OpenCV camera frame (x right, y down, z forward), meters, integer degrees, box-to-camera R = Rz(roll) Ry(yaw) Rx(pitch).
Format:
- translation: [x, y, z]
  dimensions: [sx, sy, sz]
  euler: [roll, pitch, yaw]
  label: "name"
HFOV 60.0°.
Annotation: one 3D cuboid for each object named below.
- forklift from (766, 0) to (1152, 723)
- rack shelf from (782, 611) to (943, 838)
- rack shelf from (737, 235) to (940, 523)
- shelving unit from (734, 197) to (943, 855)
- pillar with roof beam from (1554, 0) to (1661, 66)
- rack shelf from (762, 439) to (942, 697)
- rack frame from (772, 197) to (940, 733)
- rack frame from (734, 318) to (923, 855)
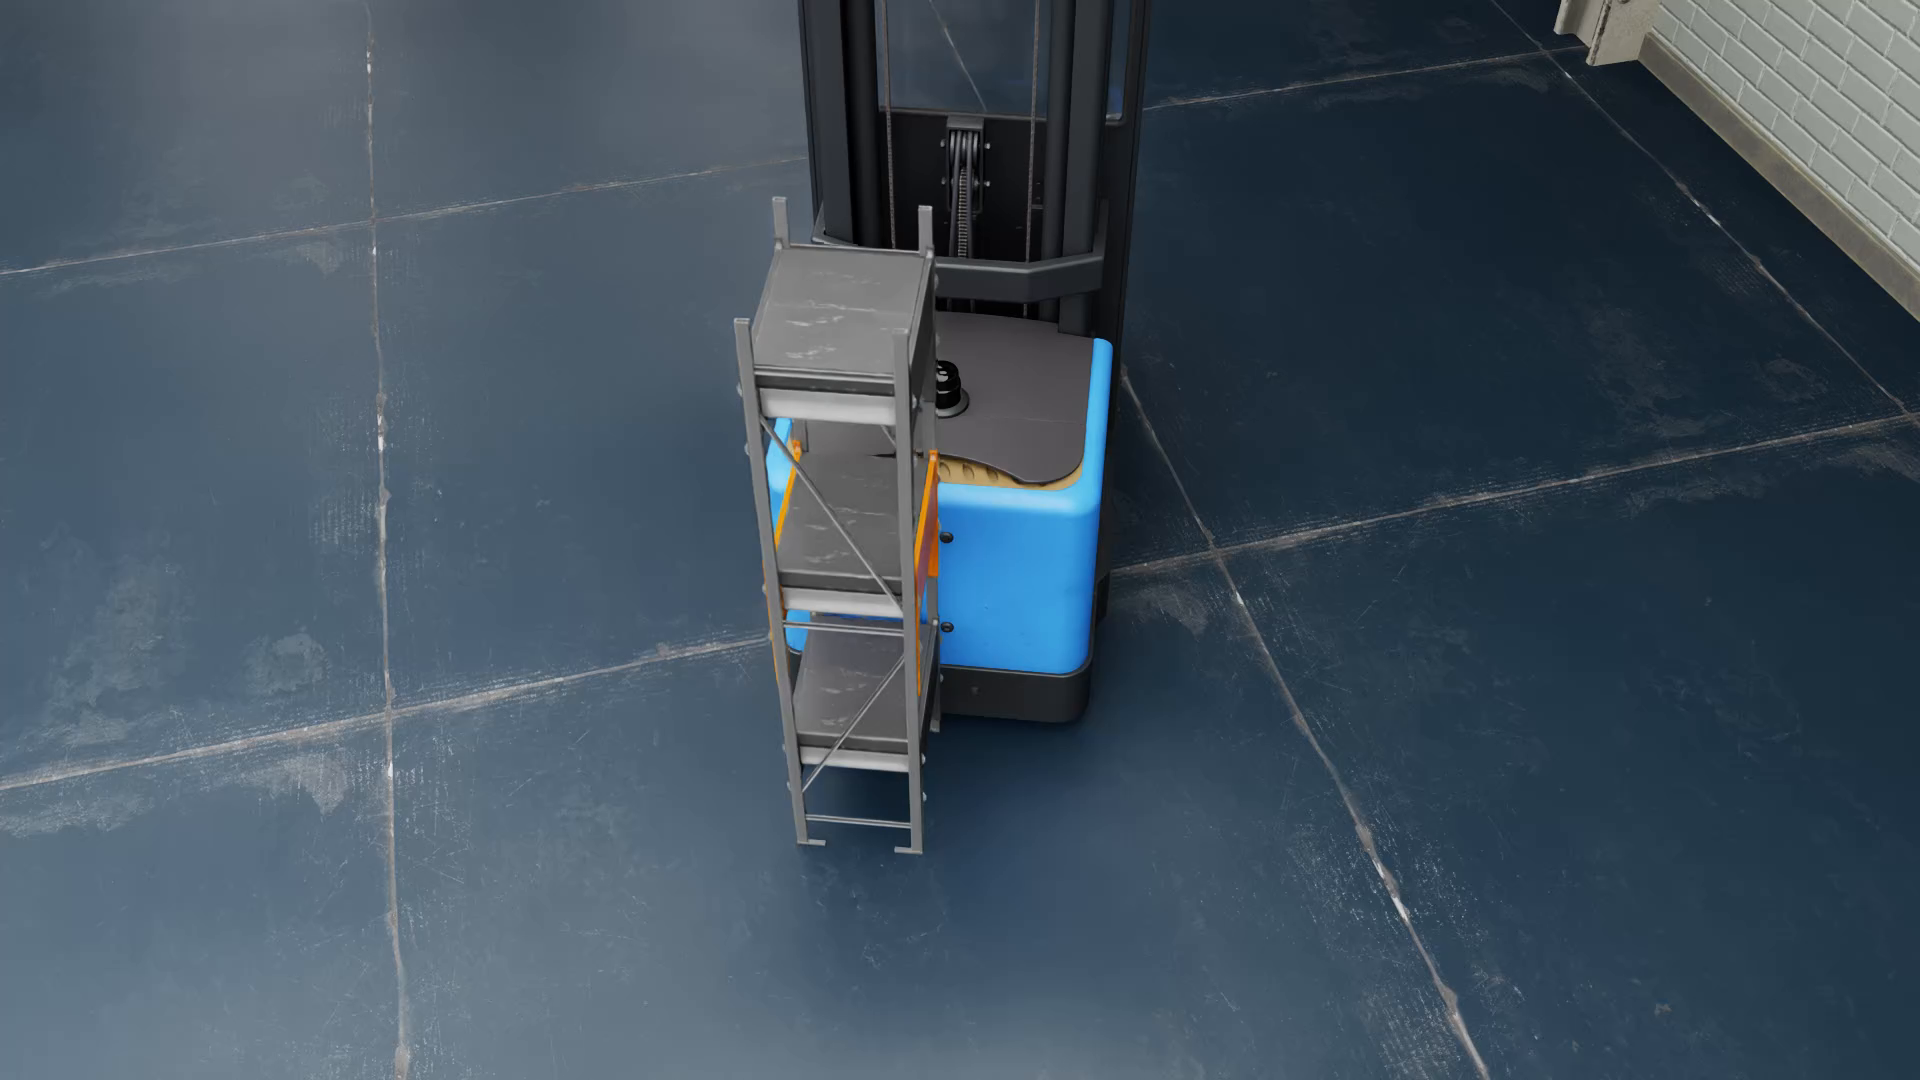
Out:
- translation: [0.071, -1.473, 5.642]
  dimensions: [1.130, 2.935, 3.031]
  euler: [5, 46, 5]
  label: "forklift"
- translation: [-0.292, 0.570, 5.220]
  dimensions: [0.431, 0.518, 0.480]
  euler: [4, 46, 4]
  label: "rack shelf"
- translation: [-0.293, -0.408, 4.218]
  dimensions: [0.431, 0.518, 0.480]
  euler: [4, 46, 4]
  label: "rack shelf"
- translation: [-0.292, 0.071, 4.709]
  dimensions: [0.431, 2.100, 0.503]
  euler: [4, 46, 4]
  label: "shelving unit"
- translation: [-0.774, -4.999, 4.848]
  dimensions: [9.100, 9.000, 0.400]
  euler: [-11, 47, -10]
  label: "pillar with roof beam"
- translation: [-0.292, 0.081, 4.719]
  dimensions: [0.431, 0.518, 0.480]
  euler: [4, 46, 4]
  label: "rack shelf"
- translation: [-0.268, -0.102, 4.879]
  dimensions: [0.400, 2.100, 0.015]
  euler: [4, 46, 4]
  label: "rack frame"
- translation: [-0.317, 0.245, 4.540]
  dimensions: [0.400, 2.100, 0.015]
  euler: [4, 46, 4]
  label: "rack frame"
